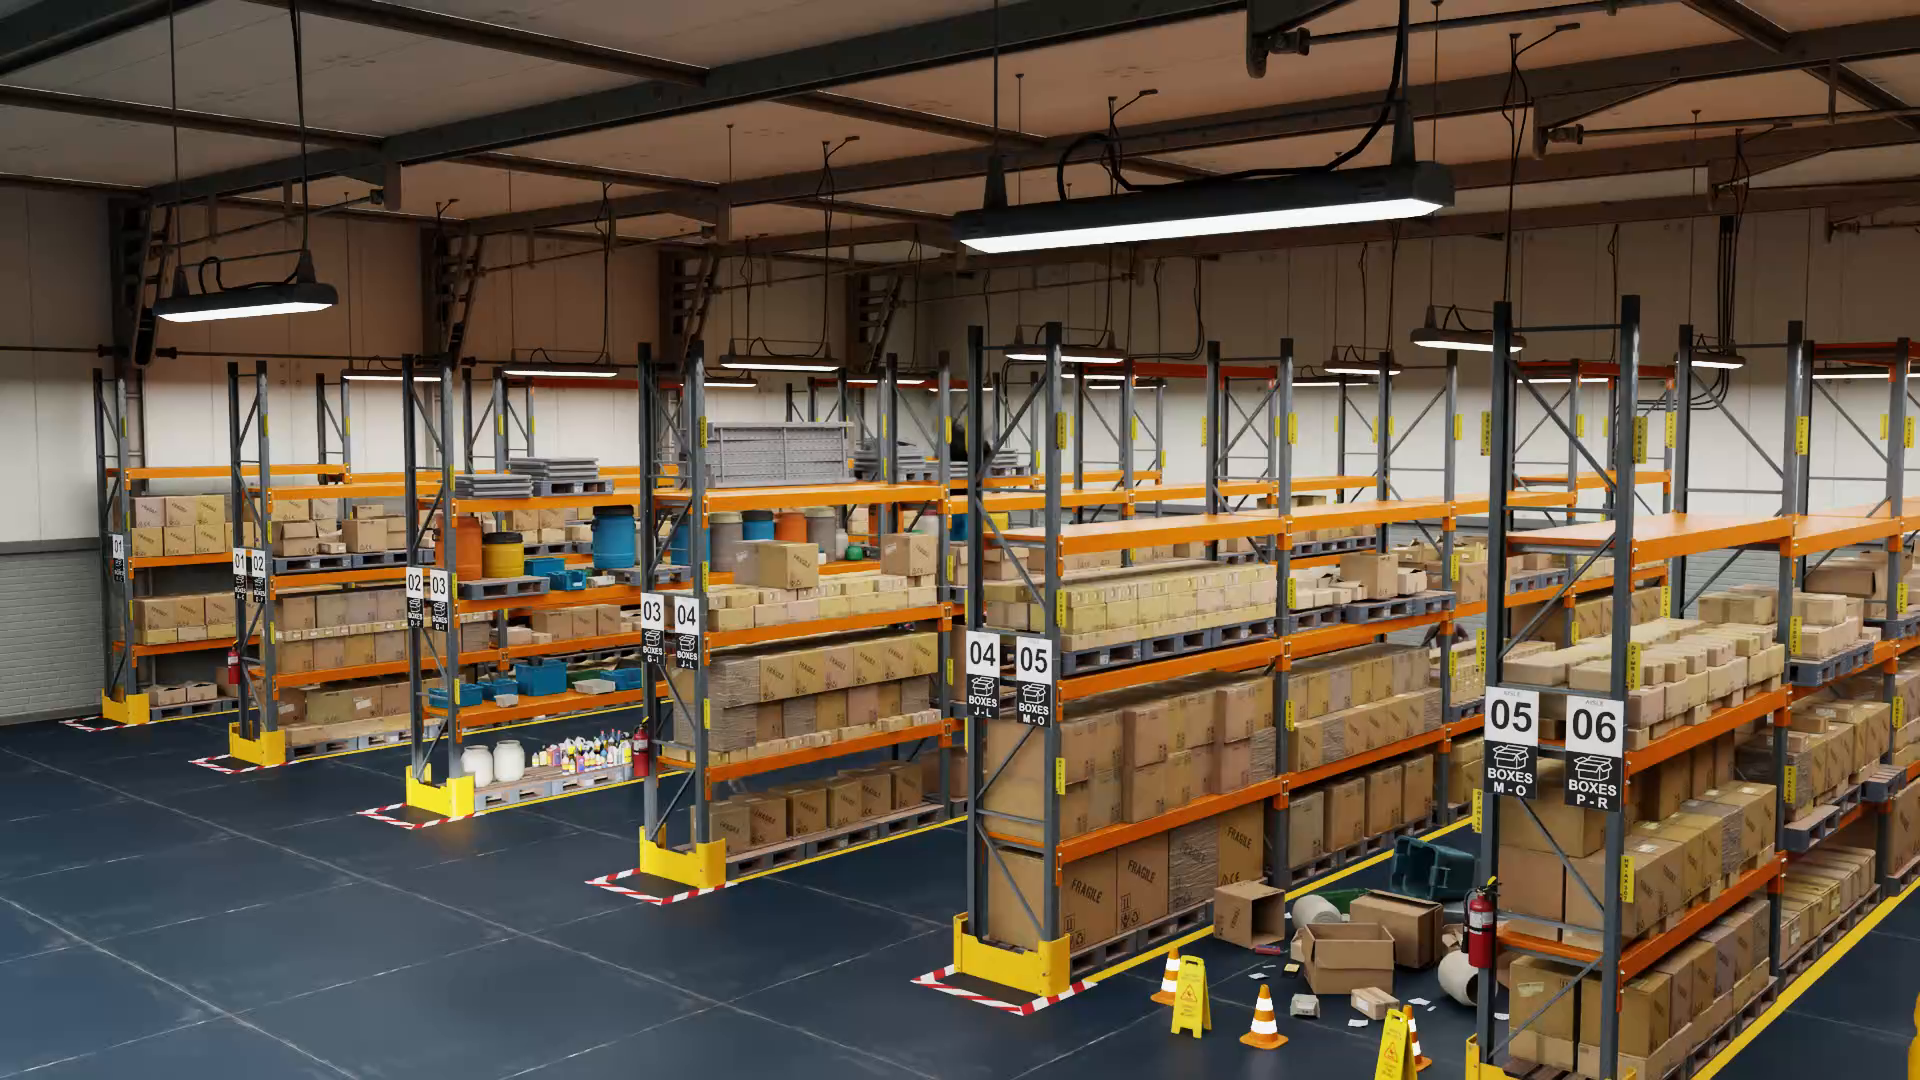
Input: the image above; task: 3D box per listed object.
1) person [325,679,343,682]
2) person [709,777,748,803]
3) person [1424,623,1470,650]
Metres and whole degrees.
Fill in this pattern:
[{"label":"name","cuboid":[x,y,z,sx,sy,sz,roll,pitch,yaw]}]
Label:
[{"label":"person","cuboid":[-10.447,2.322,27.865,0.613,1.589,0.687,4,6,44]},{"label":"person","cuboid":[-2.966,2.741,21.144,0.678,1.828,0.775,4,5,40]},{"label":"person","cuboid":[8.653,2.133,29.507,0.758,1.805,0.797,1,4,8]}]
